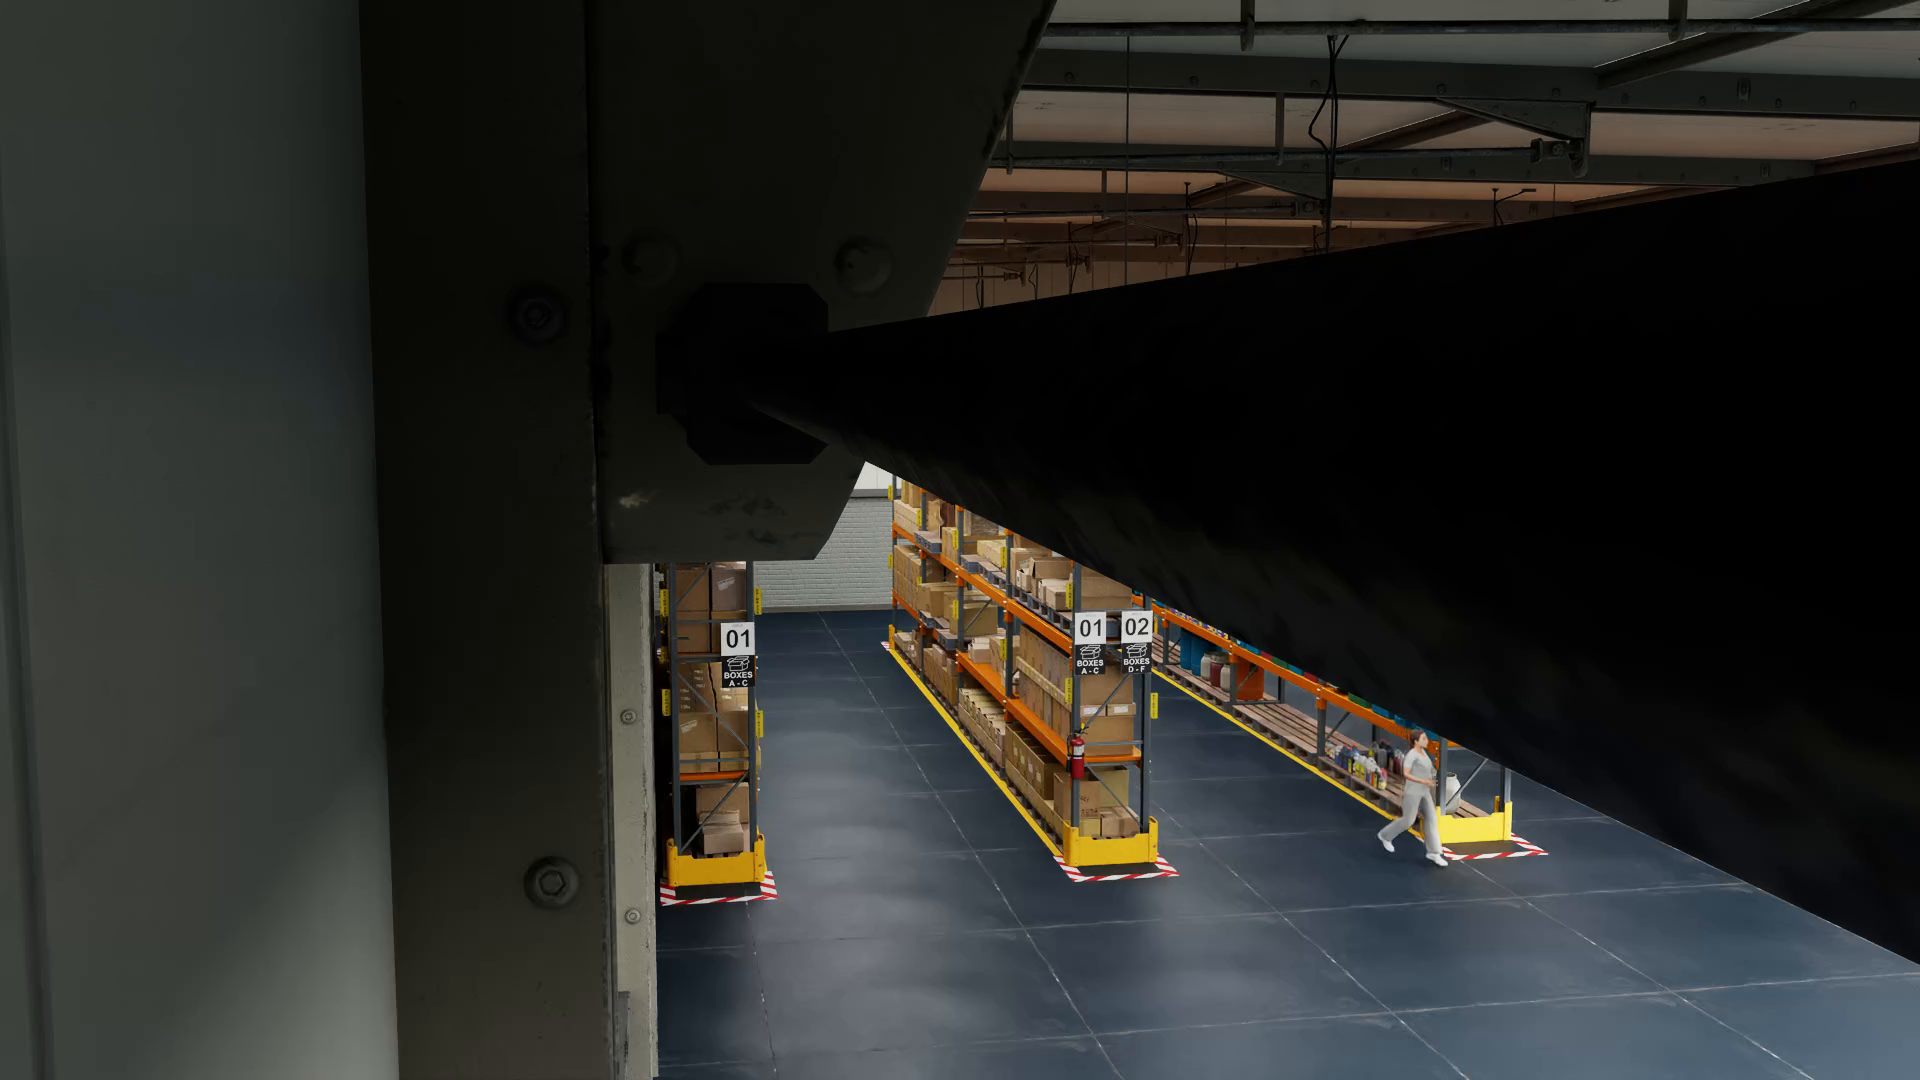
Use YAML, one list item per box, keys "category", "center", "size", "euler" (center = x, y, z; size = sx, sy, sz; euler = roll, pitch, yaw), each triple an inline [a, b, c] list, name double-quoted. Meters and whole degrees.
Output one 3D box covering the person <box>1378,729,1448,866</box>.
- category: "person"
  center: [5.781, 3.218, 21.056]
  size: [0.601, 1.672, 0.970]
  euler: [-6, 9, -44]
